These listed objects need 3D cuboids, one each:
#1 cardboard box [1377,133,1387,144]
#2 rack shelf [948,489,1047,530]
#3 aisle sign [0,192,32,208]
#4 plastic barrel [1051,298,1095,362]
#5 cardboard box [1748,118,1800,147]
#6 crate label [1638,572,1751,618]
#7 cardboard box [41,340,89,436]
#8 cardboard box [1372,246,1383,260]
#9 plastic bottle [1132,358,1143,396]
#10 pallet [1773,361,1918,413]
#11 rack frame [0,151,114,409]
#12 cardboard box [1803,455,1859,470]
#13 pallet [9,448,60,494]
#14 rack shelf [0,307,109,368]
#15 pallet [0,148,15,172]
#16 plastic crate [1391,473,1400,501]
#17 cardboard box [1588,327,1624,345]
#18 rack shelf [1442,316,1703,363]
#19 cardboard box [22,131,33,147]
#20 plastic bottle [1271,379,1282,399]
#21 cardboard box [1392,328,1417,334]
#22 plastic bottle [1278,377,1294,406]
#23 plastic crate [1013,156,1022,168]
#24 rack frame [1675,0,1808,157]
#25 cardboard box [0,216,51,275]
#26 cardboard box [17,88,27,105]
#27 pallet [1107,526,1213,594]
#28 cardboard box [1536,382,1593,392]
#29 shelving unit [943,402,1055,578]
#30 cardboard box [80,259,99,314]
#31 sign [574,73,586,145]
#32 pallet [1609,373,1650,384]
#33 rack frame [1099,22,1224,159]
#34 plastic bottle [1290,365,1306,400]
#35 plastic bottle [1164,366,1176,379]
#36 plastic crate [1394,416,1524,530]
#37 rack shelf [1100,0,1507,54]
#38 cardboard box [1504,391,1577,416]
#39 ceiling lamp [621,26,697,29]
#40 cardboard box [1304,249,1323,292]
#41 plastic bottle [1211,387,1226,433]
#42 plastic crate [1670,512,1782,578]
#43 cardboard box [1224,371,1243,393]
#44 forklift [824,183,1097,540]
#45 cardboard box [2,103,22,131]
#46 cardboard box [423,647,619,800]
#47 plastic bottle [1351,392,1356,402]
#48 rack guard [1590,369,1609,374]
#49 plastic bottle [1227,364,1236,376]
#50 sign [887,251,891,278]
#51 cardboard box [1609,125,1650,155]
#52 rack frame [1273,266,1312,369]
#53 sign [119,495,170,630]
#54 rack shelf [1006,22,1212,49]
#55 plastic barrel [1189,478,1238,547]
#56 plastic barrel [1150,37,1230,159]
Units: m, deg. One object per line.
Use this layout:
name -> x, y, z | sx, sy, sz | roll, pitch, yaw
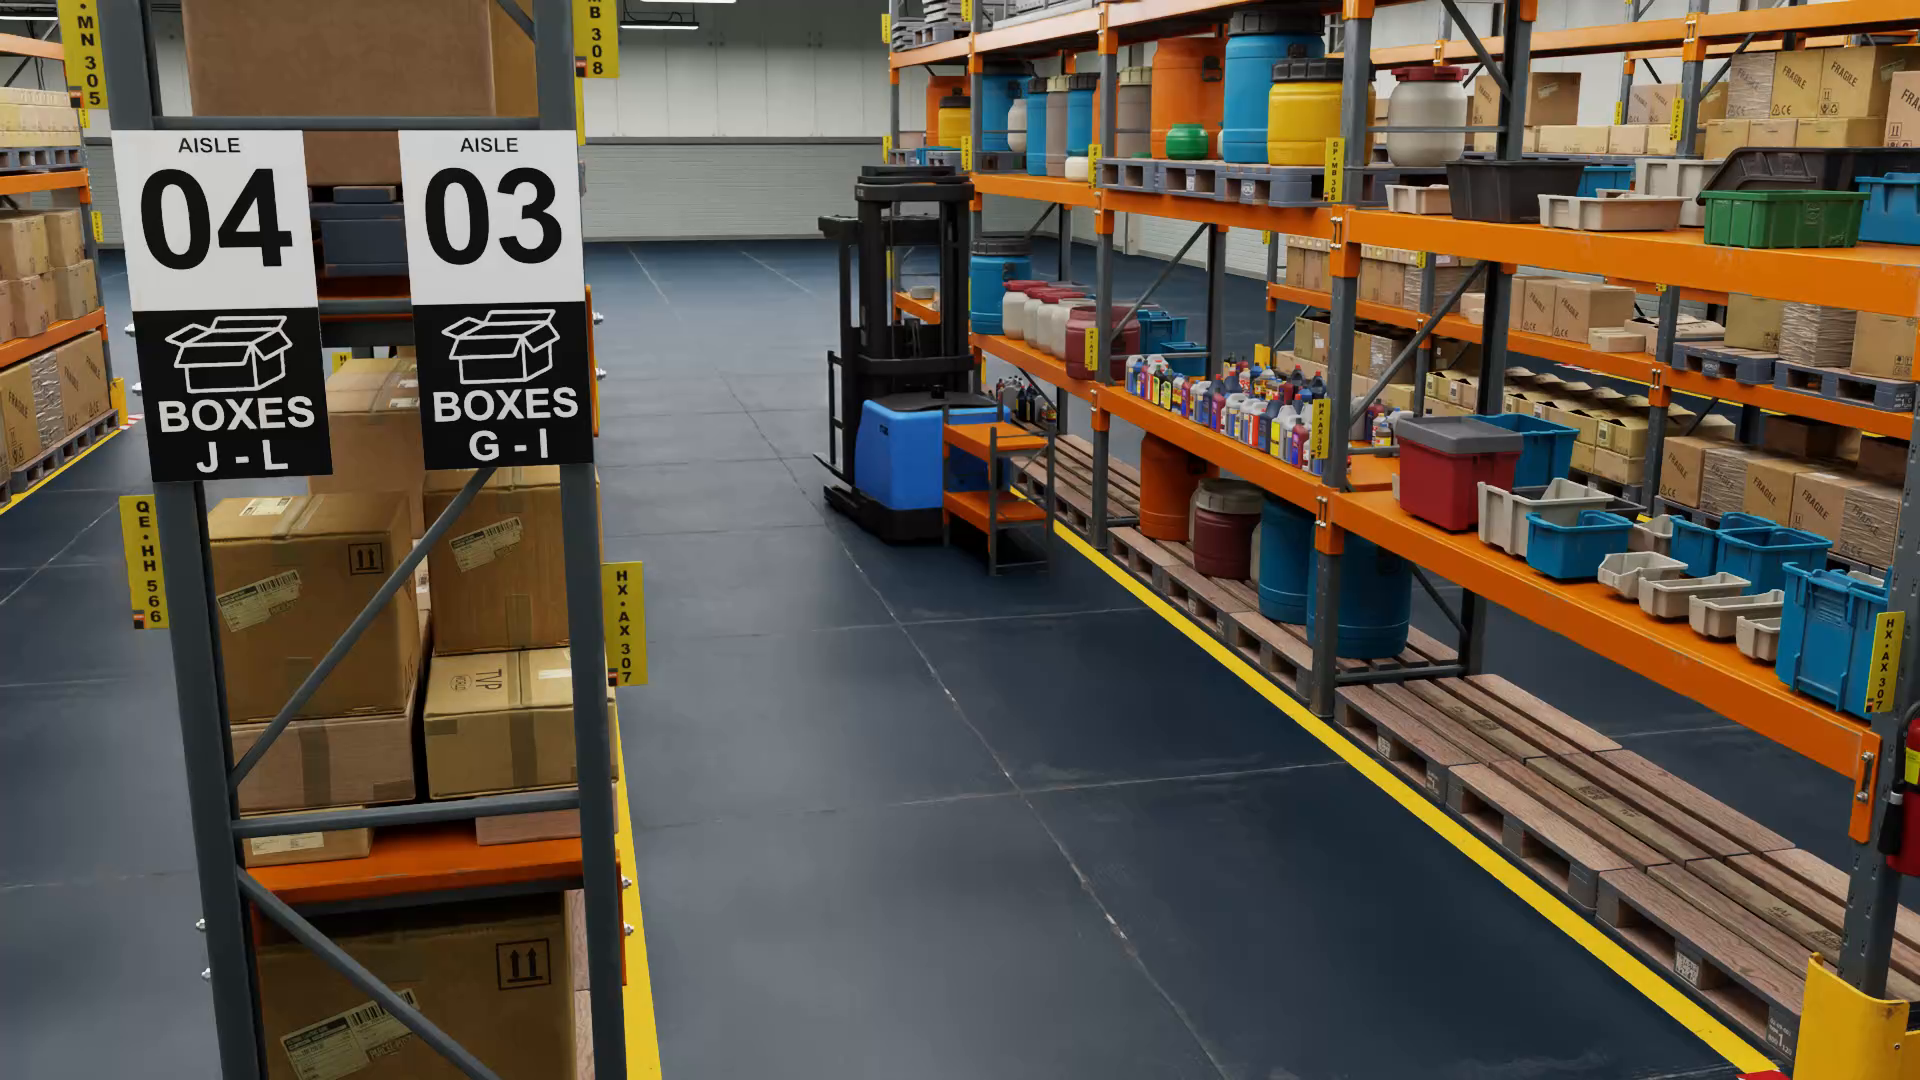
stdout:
cardboard box -> 4.869, -4.486, 18.497 | 0.380, 0.149, 0.250 | -3, 14, -13
rack shelf -> 0.281, -0.237, 12.750 | 0.459, 0.093, 0.952 | -5, 15, -20
aisle sign -> -10.305, -3.997, 17.988 | 0.394, 0.787, 0.004 | -3, 14, -13
plastic barrel -> 0.994, -1.795, 14.217 | 0.421, 0.512, 0.421 | 0, 14, 0
cardboard box -> 6.613, -2.982, 12.783 | 0.910, 0.500, 0.500 | -3, 14, -13
crate label -> 2.910, 0.218, 6.643 | 0.396, 0.136, 0.243 | -3, 14, -13
cardboard box -> -9.564, -1.550, 17.044 | 0.875, 0.875, 0.875 | -4, 14, -14
cardboard box -> 4.909, -3.265, 18.894 | 0.380, 0.149, 0.250 | -3, 14, -13
plastic bottle -> 1.330, -1.209, 12.327 | 0.097, 0.271, 0.097 | 0, 14, 0
pallet -> 6.819, -1.151, 12.224 | 1.003, 0.211, 1.213 | -3, 14, -13
rack frame -> -9.996, -2.734, 18.298 | 1.000, 3.000, 0.127 | -3, 14, -13
cardboard box -> 6.927, -0.370, 12.962 | 0.500, 0.500, 0.500 | -4, 14, -15
pallet -> -9.159, -0.636, 15.587 | 1.003, 0.211, 1.213 | -3, 14, -13
rack shelf -> -9.527, -1.923, 16.494 | 1.077, 0.370, 4.000 | -3, 14, -13
pallet -> -9.239, -3.415, 14.950 | 1.003, 0.211, 1.213 | -3, 14, -13
plastic crate -> 2.452, -0.281, 8.685 | 0.396, 0.136, 0.243 | -3, 14, -13
cardboard box -> 6.003, -1.862, 15.257 | 0.380, 0.149, 0.250 | -2, 14, -9
rack shelf -> -0.411, -2.873, 9.918 | 15.826, 4.752, 11.863 | -3, 14, -13
cardboard box -> -9.169, -3.853, 15.990 | 0.380, 0.149, 0.250 | -3, 14, -12
plastic bottle -> 2.252, -1.036, 11.766 | 0.097, 0.201, 0.097 | 0, 14, 0
cardboard box -> 5.379, -2.203, 19.454 | 0.500, 0.500, 0.500 | -3, 14, -13
plastic bottle -> 2.223, -0.977, 11.352 | 0.061, 0.283, 0.133 | -3, 14, -13
plastic crate -> 0.497, -4.074, 17.908 | 0.336, 0.188, 0.450 | -3, 14, -13
rack frame -> 6.358, -4.607, 13.324 | 1.000, 3.000, 0.127 | -3, 14, -13
cardboard box -> -9.478, -2.870, 16.264 | 0.875, 0.550, 0.500 | -3, 14, -13
cardboard box -> -9.169, -4.240, 15.896 | 0.380, 0.149, 0.250 | -3, 14, -13
pallet -> 1.768, 0.116, 12.506 | 1.003, 0.211, 1.213 | -3, 14, -13
cardboard box -> 6.035, -1.444, 16.745 | 0.500, 0.311, 0.500 | -3, 14, -13
shelving unit -> -10.914, -3.699, 15.927 | 18.801, 6.000, 16.128 | -5, 15, -20
cardboard box -> -9.865, -2.724, 17.940 | 0.883, 0.550, 0.562 | -3, 14, -14
sign -> -1.794, -1.997, 7.704 | 0.100, 0.325, 0.005 | -3, 14, -13
pallet -> 6.421, -0.761, 16.099 | 9.879, 0.211, 12.008 | -3, 14, -13
rack frame -> 1.542, -4.332, 12.198 | 1.000, 3.000, 0.127 | -3, 14, -13
plastic bottle -> 2.317, -1.022, 11.392 | 0.144, 0.351, 0.185 | -3, 14, -13
plastic bottle -> 1.498, -1.106, 11.904 | 0.097, 0.271, 0.097 | 0, 14, 0
plastic crate -> 2.447, -0.335, 8.218 | 0.402, 0.464, 0.583 | -3, 14, -13
rack shelf -> 7.218, -3.156, 9.744 | 10.861, 0.370, 7.844 | -3, 14, -13
cardboard box -> 5.635, -1.293, 16.125 | 0.500, 0.311, 0.500 | -3, 14, -12
ceiling lamp -> -7.737, -13.211, 42.863 | 1.941, 0.041, 0.237 | -3, 14, -13
cardboard box -> 4.704, -3.358, 20.640 | 0.700, 0.500, 0.500 | -3, 14, -12
plastic bottle -> 1.686, -0.847, 10.820 | 0.061, 0.283, 0.133 | -3, 14, -13
plastic crate -> 3.303, 0.032, 7.203 | 0.416, 0.233, 0.300 | -3, 14, -13
cardboard box -> 1.805, -0.958, 11.134 | 0.147, 0.351, 0.187 | -4, 14, -14
forklift -> 1.751, -6.397, 33.623 | 19.219, 2.843, 38.697 | -5, 15, -20
cardboard box -> -9.139, -3.954, 15.563 | 0.500, 0.250, 0.500 | -3, 14, -14
cardboard box -> -1.244, 0.506, 4.723 | 0.500, 0.250, 0.500 | -4, 14, -15
plastic bottle -> 1.588, -1.187, 14.503 | 0.255, 1.356, 7.774 | -3, 14, -14
rack guard -> 9.311, -2.584, 22.949 | 1.175, 0.500, 0.348 | -3, 14, -13
plastic bottle -> 2.061, -1.224, 12.536 | 0.097, 0.201, 0.097 | 0, 14, 0
sign -> -0.873, -3.368, 20.310 | 0.100, 0.325, 0.005 | -3, 14, -13
cardboard box -> 6.056, -3.503, 14.555 | 0.500, 0.250, 0.500 | -3, 14, -12
rack frame -> 4.482, -3.539, 21.591 | 0.949, 2.616, 0.053 | -3, 14, -13
sign -> -1.924, 0.053, 3.949 | 0.100, 0.325, 0.005 | -3, 14, -13
rack shelf -> 1.072, -4.319, 14.202 | 0.831, 0.071, 3.687 | -3, 14, -13
plastic barrel -> 1.893, -0.176, 12.184 | 0.421, 0.512, 0.421 | 0, 14, 0
plastic barrel -> 1.672, -3.156, 11.916 | 0.600, 0.830, 0.708 | -3, 14, -13
